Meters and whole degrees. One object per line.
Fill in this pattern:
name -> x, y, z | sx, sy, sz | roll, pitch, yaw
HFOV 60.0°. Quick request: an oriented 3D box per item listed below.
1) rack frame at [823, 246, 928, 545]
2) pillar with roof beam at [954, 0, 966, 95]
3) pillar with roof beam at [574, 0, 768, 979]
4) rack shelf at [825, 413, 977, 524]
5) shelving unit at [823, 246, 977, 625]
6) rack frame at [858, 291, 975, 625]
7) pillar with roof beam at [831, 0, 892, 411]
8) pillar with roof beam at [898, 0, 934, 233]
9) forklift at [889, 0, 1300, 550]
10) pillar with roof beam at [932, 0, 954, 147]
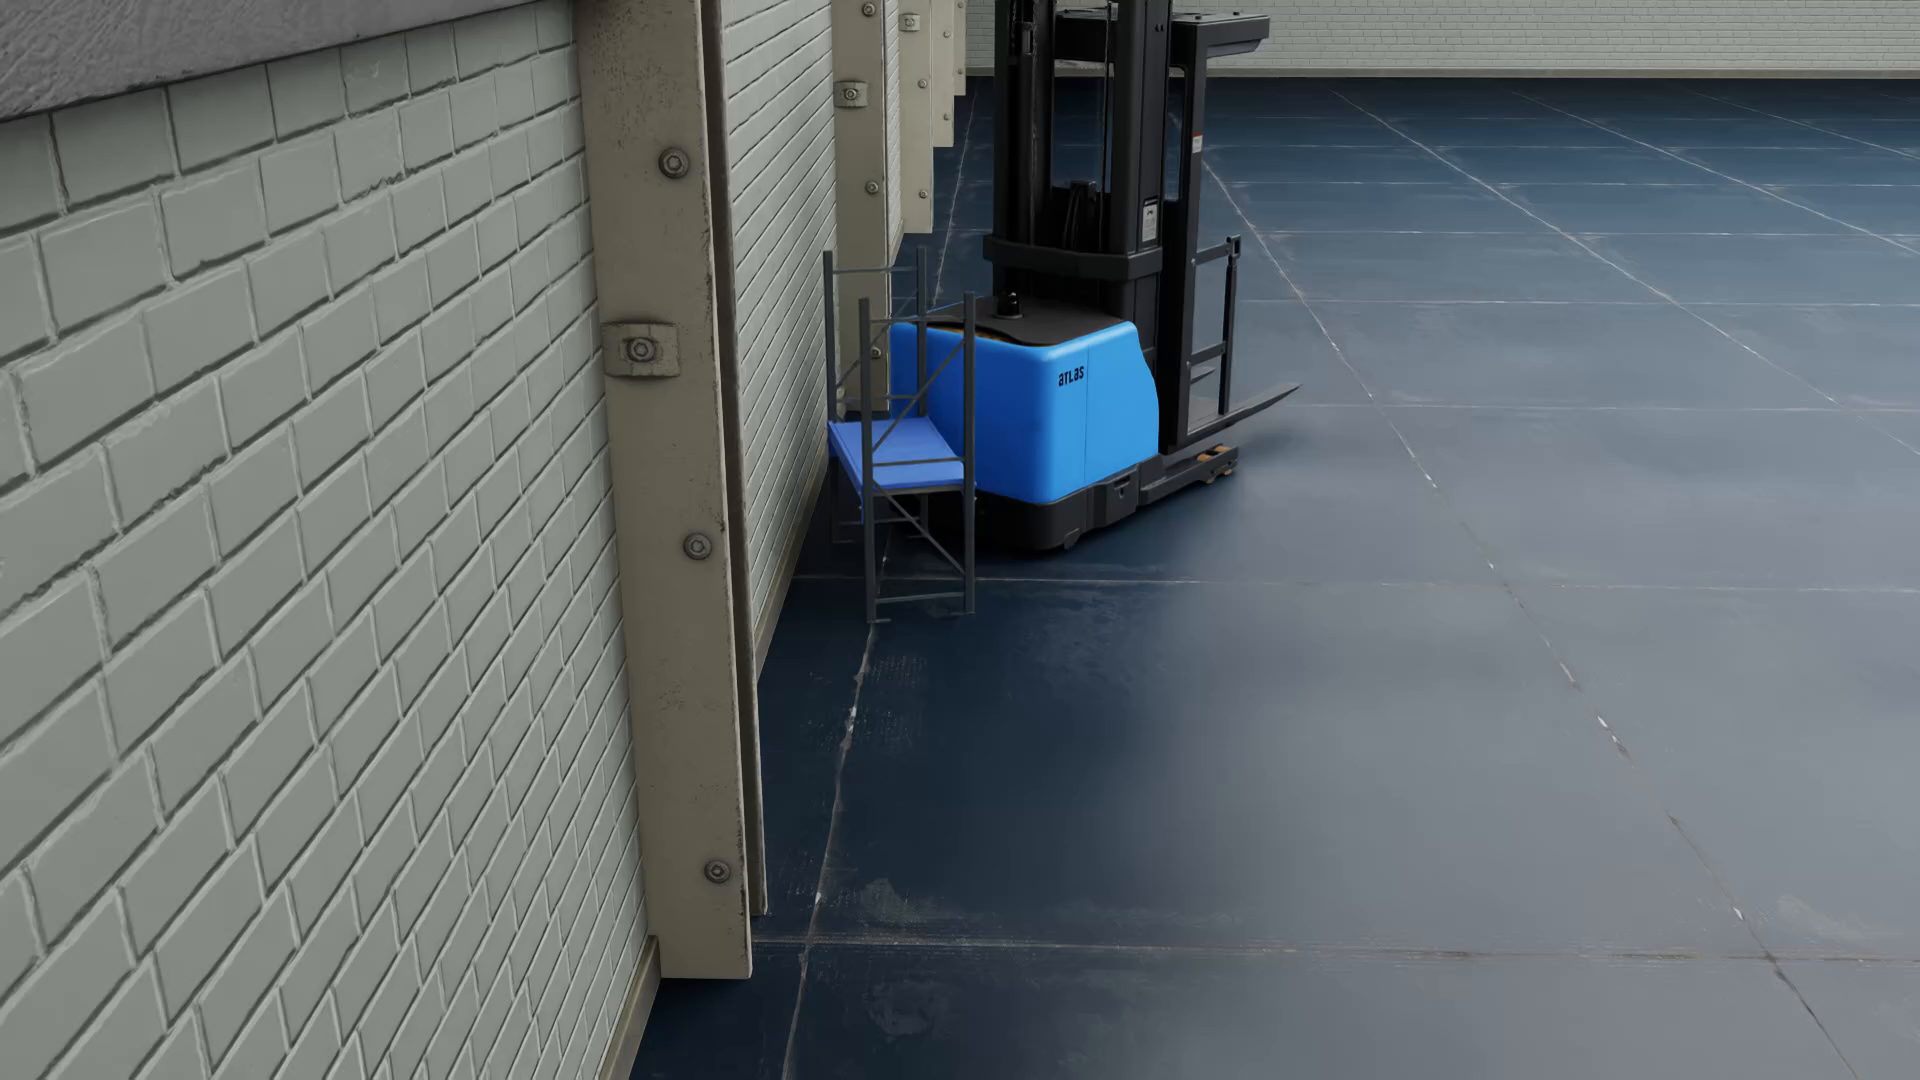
rack frame -> -0.410, -0.699, 8.258 | 0.500, 1.500, 0.032 | -5, 22, -12
pillar with roof beam -> 4.243, -11.559, 25.879 | 9.100, 9.000, 0.400 | 1, 21, 2
pillar with roof beam -> 3.513, -2.881, 3.515 | 9.100, 9.000, 0.400 | 1, 21, 2
rack shelf -> -0.297, -0.353, 7.861 | 0.538, 0.185, 1.000 | -5, 22, -12
shelving unit -> -0.297, -0.520, 7.796 | 0.538, 1.500, 1.048 | -5, 22, -12
rack frame -> -0.183, -0.341, 7.334 | 0.500, 1.500, 0.032 | -5, 22, -12
pillar with roof beam -> 3.696, -5.051, 9.106 | 9.100, 9.000, 0.400 | 1, 21, 2
pillar with roof beam -> 3.878, -7.220, 14.697 | 9.100, 9.000, 0.400 | 1, 21, 2
forklift -> 0.934, -1.780, 9.065 | 1.130, 2.935, 3.031 | 16, 26, 35
pillar with roof beam -> 4.061, -9.390, 20.288 | 9.100, 9.000, 0.400 | 1, 21, 2
